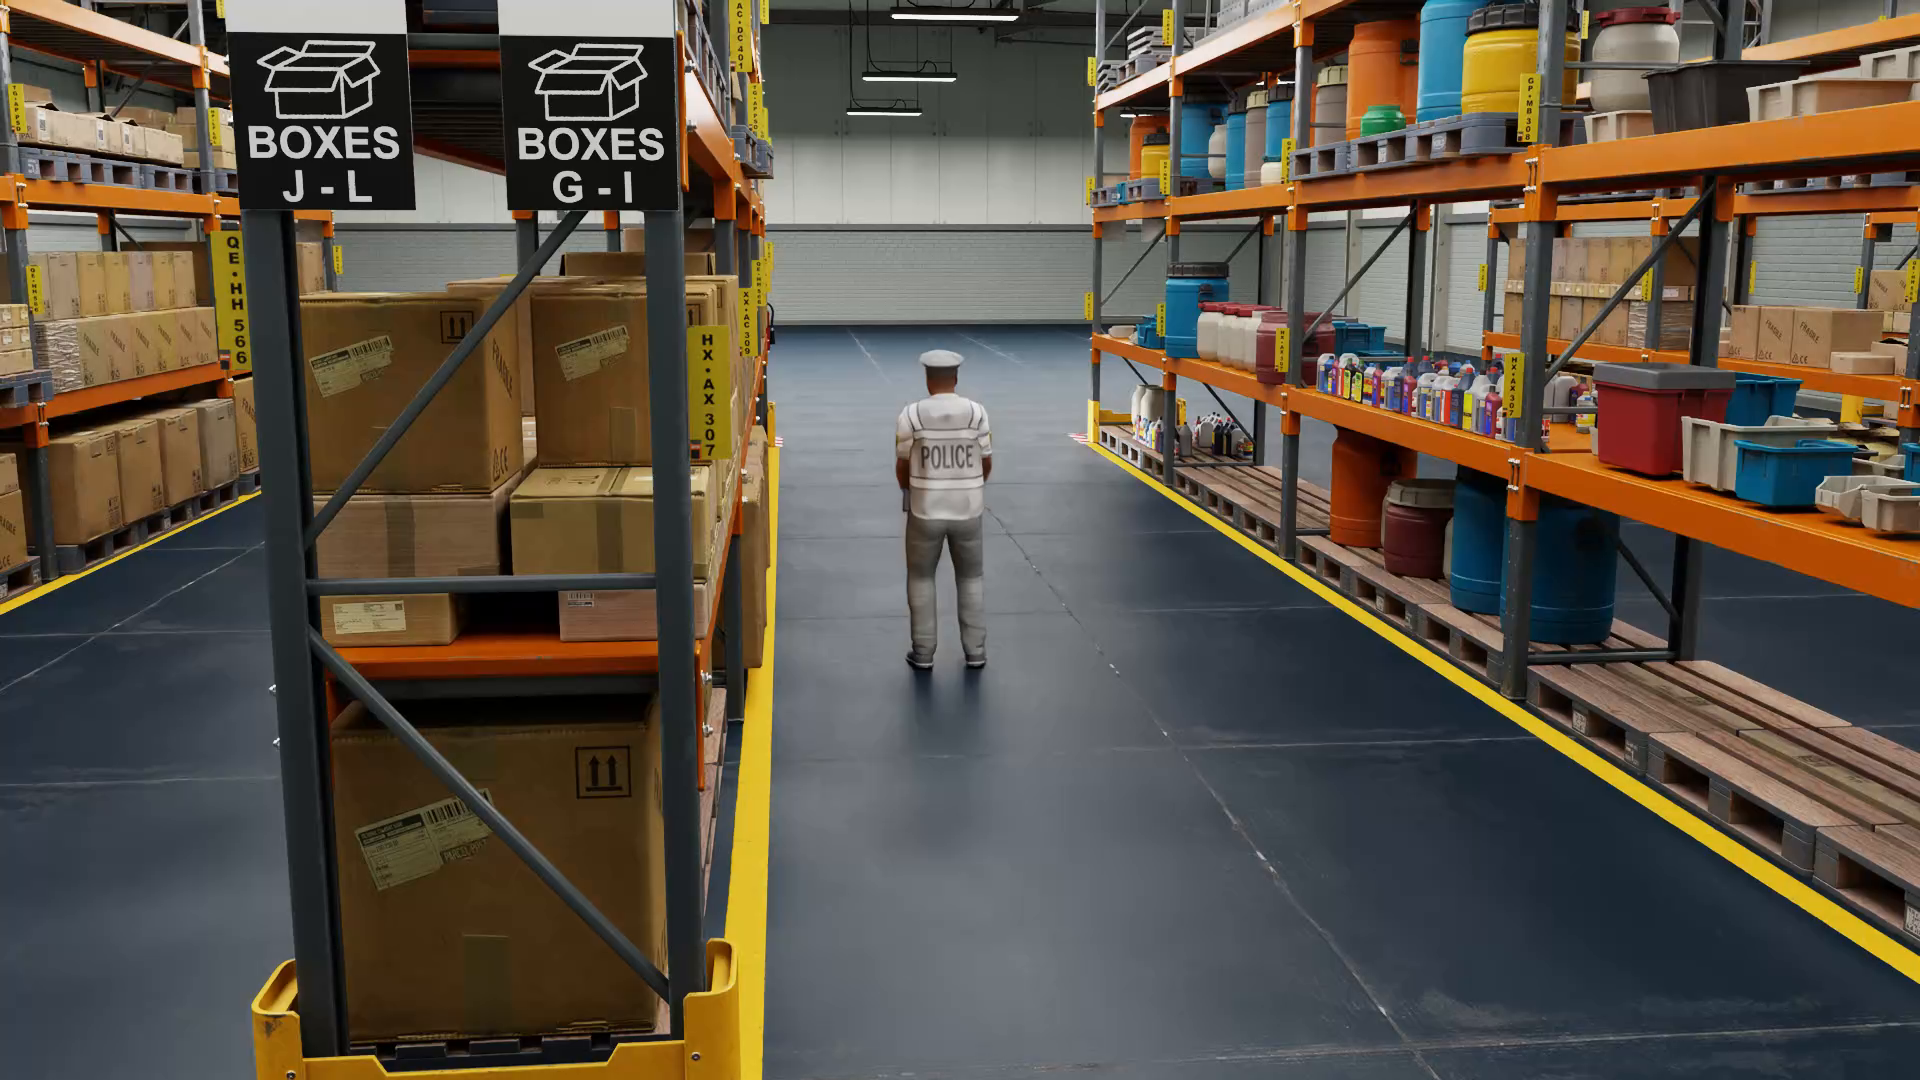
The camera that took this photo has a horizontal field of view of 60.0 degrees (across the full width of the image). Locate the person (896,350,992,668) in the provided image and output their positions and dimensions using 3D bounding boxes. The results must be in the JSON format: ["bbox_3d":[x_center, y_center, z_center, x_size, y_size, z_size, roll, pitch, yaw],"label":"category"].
[{"bbox_3d":[-0.094,-0.167,9.287,0.536,1.765,0.479,-1,10,-8],"label":"person"}]
